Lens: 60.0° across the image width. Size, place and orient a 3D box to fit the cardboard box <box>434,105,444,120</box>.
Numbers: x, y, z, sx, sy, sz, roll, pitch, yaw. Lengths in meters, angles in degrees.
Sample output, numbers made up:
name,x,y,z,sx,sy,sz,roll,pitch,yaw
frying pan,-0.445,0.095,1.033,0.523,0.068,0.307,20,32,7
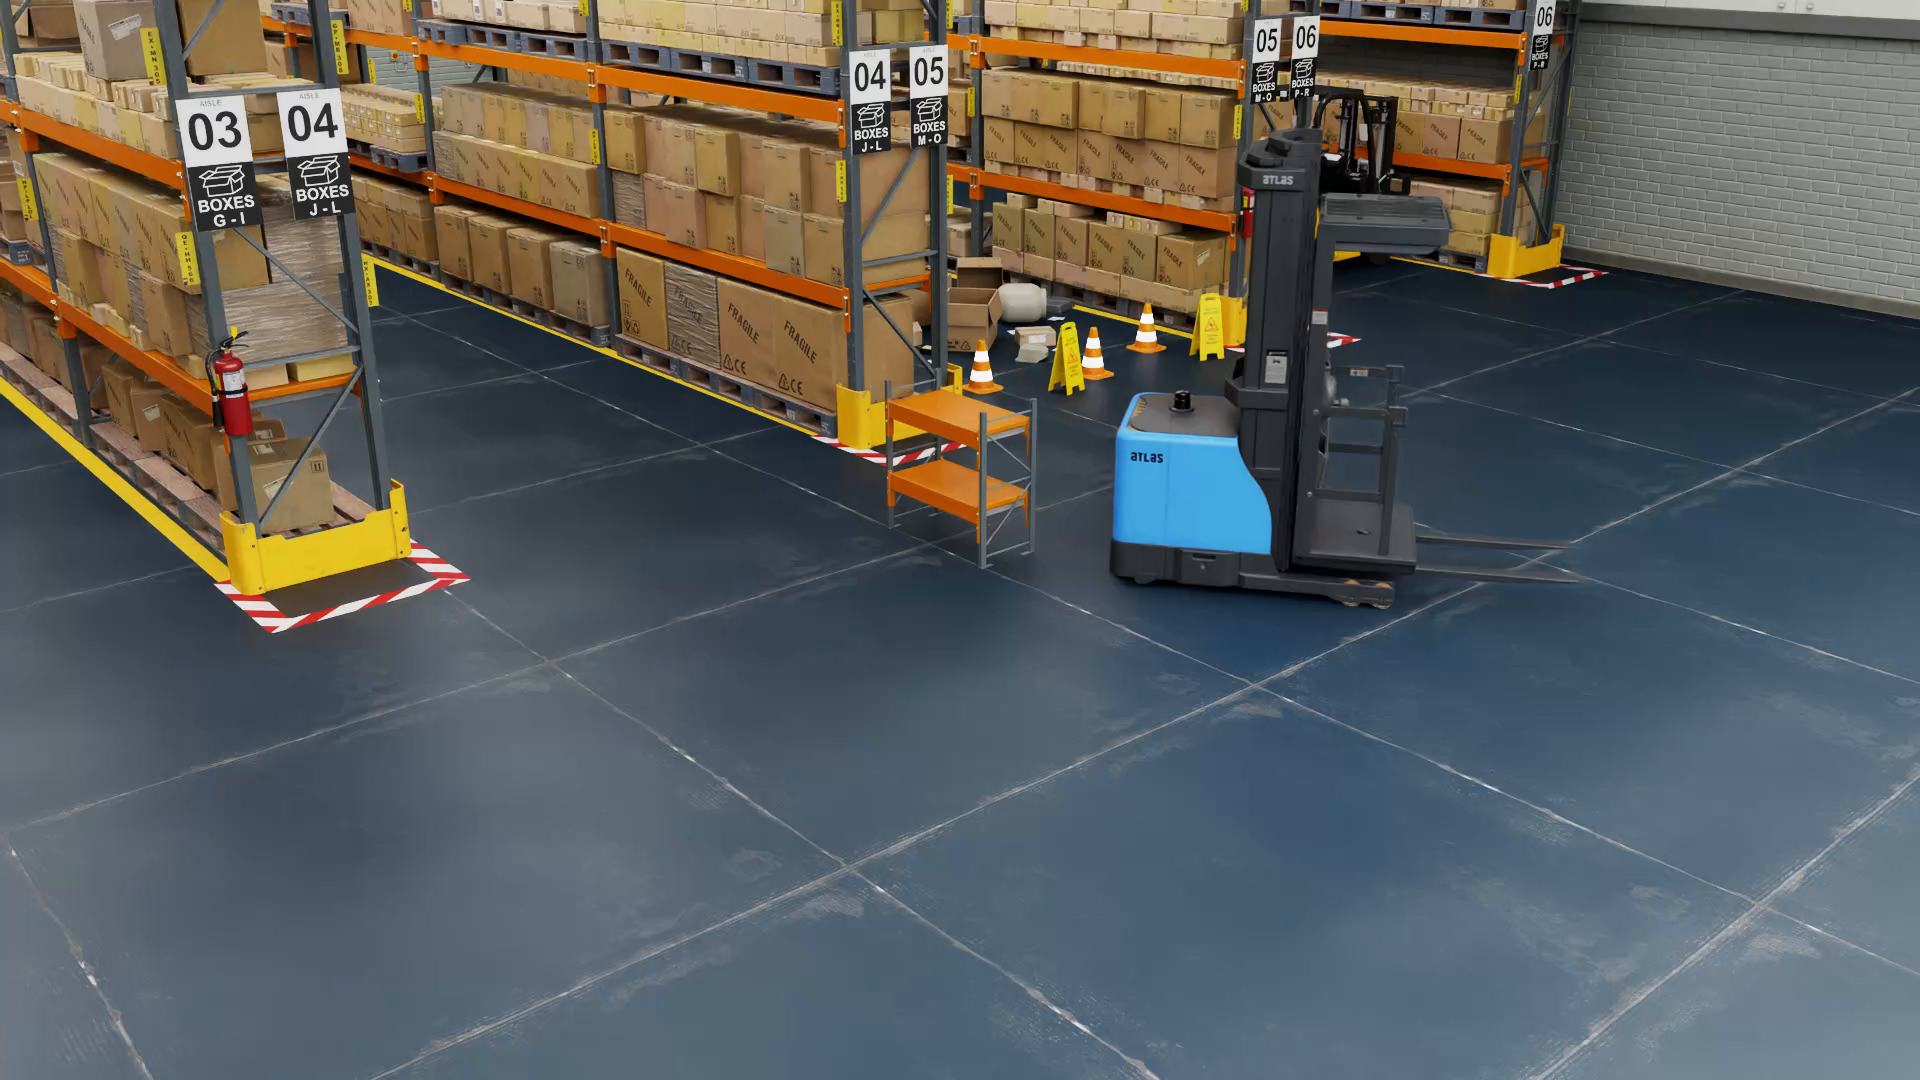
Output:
name,x,y,z,sx,sy,sz,roll,pitch,yaw
cardboard box,-6.078,-5.148,19.969,0.380,0.149,0.250,-18,28,-39

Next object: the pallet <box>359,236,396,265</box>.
name,x,y,z,sx,sy,sz,roll,pitch,yaw
pallet,-7.047,-3.800,21.397,1.003,0.211,1.213,-17,27,-37

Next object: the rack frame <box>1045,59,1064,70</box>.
name,x,y,z,sx,sy,sz,roll,pitch,yaw
rack frame,1.696,-6.934,25.576,1.000,3.000,0.127,-17,27,-37

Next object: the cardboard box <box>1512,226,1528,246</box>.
name,x,y,z,sx,sy,sz,roll,pitch,yaw
cardboard box,6.746,-3.822,20.823,0.500,0.250,0.500,-17,27,-37

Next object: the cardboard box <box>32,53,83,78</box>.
name,x,y,z,sx,sy,sz,roll,pitch,yaw
cardboard box,-6.754,-3.579,12.556,0.380,0.149,0.250,-19,28,-40

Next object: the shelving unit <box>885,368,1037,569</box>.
name,x,y,z,sx,sy,sz,roll,pitch,yaw
shelving unit,-0.004,-0.526,11.784,0.538,1.125,1.048,-17,27,-37

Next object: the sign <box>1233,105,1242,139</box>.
name,x,y,z,sx,sy,sz,roll,pitch,yaw
sign,2.726,-4.101,16.321,0.100,0.325,0.005,-17,27,-37

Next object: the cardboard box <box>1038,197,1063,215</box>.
name,x,y,z,sx,sy,sz,roll,pitch,yaw
cardboard box,1.103,-3.795,18.838,0.380,0.149,0.250,-16,27,-35

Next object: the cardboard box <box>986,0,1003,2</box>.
name,x,y,z,sx,sy,sz,roll,pitch,yaw
cardboard box,0.507,-6.133,18.667,0.380,0.149,0.250,-18,28,-38

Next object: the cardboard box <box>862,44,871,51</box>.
name,x,y,z,sx,sy,sz,roll,pitch,yaw
cardboard box,-0.672,-4.098,13.853,0.380,0.149,0.250,-17,27,-37

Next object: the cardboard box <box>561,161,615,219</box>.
name,x,y,z,sx,sy,sz,roll,pitch,yaw
cardboard box,-3.678,-3.567,16.842,0.500,0.500,0.500,-18,27,-38

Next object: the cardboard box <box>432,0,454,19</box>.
name,x,y,z,sx,sy,sz,roll,pitch,yaw
cardboard box,-5.440,-5.890,18.206,0.500,0.311,0.500,-17,27,-37

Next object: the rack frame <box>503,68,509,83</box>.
name,x,y,z,sx,sy,sz,roll,pitch,yaw
rack frame,-7.284,-7.962,28.199,1.000,3.000,0.127,-17,27,-37

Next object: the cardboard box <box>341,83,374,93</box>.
name,x,y,z,sx,sy,sz,roll,pitch,yaw
cardboard box,-7.947,-5.942,21.994,0.380,0.149,0.250,-16,26,-35

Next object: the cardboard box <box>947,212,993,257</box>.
name,x,y,z,sx,sy,sz,roll,pitch,yaw
cardboard box,0.205,-3.763,20.506,0.950,0.372,0.625,-17,27,-37

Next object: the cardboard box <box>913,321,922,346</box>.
name,x,y,z,sx,sy,sz,roll,pitch,yaw
cardboard box,-0.618,-2.131,17.060,0.396,0.266,0.258,-12,25,-28

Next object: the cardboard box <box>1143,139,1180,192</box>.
name,x,y,z,sx,sy,sz,roll,pitch,yaw
cardboard box,2.274,-3.950,17.412,0.500,0.500,0.500,-17,27,-37

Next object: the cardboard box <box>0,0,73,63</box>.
name,x,y,z,sx,sy,sz,roll,pitch,yaw
cardboard box,-7.806,-4.341,14.125,0.797,0.503,0.637,-16,27,-35

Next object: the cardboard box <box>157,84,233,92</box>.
name,x,y,z,sx,sy,sz,roll,pitch,yaw
cardboard box,-4.846,-2.797,10.558,0.380,0.149,0.250,-19,28,-39

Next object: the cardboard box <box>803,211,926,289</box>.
name,x,y,z,sx,sy,sz,roll,pitch,yaw
cardboard box,-0.801,-2.497,14.040,0.875,0.550,0.550,-17,27,-37

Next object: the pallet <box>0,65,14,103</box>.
name,x,y,z,sx,sy,sz,roll,pitch,yaw
pallet,-7.281,-3.793,13.699,1.213,0.211,1.003,-17,27,-37

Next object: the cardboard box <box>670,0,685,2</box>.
name,x,y,z,sx,sy,sz,roll,pitch,yaw
cardboard box,-2.323,-4.801,14.553,0.380,0.149,0.250,-17,27,-37

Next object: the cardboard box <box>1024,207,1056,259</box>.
name,x,y,z,sx,sy,sz,roll,pitch,yaw
cardboard box,1.088,-3.539,19.072,0.500,0.500,0.500,-16,27,-35

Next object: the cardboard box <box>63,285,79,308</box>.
name,x,y,z,sx,sy,sz,roll,pitch,yaw
cardboard box,-6.893,-1.967,13.238,0.380,0.149,0.250,-17,27,-37

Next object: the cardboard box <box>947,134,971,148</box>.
name,x,y,z,sx,sy,sz,roll,pitch,yaw
cardboard box,0.004,-4.802,19.899,0.380,0.149,0.250,-17,27,-37

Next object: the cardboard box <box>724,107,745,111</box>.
name,x,y,z,sx,sy,sz,roll,pitch,yaw
cardboard box,-2.934,-5.897,23.133,0.500,0.250,0.500,-17,27,-37

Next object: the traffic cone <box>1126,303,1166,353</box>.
name,x,y,z,sx,sy,sz,roll,pitch,yaw
traffic cone,1.902,-2.172,16.895,0.336,0.463,0.334,-17,27,-37

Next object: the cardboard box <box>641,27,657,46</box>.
name,x,y,z,sx,sy,sz,roll,pitch,yaw
cardboard box,-2.659,-4.571,15.060,0.380,0.149,0.250,-18,28,-38

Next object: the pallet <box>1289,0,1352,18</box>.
name,x,y,z,sx,sy,sz,roll,pitch,yaw
pallet,4.883,-6.955,21.637,1.003,0.211,1.213,-17,27,-37

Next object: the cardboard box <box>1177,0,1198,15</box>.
name,x,y,z,sx,sy,sz,roll,pitch,yaw
cardboard box,2.396,-5.362,16.700,0.380,0.149,0.250,-18,28,-38

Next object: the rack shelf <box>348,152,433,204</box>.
name,x,y,z,sx,sy,sz,roll,pitch,yaw
rack shelf,-7.052,-4.763,21.018,1.077,0.370,4.000,-17,27,-37

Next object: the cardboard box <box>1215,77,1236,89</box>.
name,x,y,z,sx,sy,sz,roll,pitch,yaw
cardboard box,3.734,-6.286,22.895,0.380,0.149,0.250,-18,28,-38

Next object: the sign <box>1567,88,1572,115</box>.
name,x,y,z,sx,sy,sz,roll,pitch,yaw
sign,7.342,-5.295,20.093,0.100,0.325,0.005,-17,27,-37

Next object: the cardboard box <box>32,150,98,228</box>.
name,x,y,z,sx,sy,sz,roll,pitch,yaw
cardboard box,-6.857,-2.753,12.985,0.500,0.500,0.500,-17,27,-37

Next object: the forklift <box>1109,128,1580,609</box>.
name,x,y,z,sx,sy,sz,roll,pitch,yaw
forklift,2.584,-1.128,10.846,3.031,2.935,1.130,5,22,12

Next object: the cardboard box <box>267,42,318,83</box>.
name,x,y,z,sx,sy,sz,roll,pitch,yaw
cardboard box,-8.869,-6.367,22.210,0.500,0.500,0.500,-19,28,-39

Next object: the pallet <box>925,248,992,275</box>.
name,x,y,z,sx,sy,sz,roll,pitch,yaw
pallet,0.040,-3.563,20.791,1.003,0.211,1.213,-17,27,-37

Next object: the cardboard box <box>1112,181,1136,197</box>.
name,x,y,z,sx,sy,sz,roll,pitch,yaw
cardboard box,1.866,-3.814,17.952,0.380,0.149,0.250,-18,28,-38

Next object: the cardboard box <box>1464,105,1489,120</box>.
name,x,y,z,sx,sy,sz,roll,pitch,yaw
cardboard box,6.290,-5.165,20.032,0.380,0.149,0.250,-17,27,-37

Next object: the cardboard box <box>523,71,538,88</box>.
name,x,y,z,sx,sy,sz,roll,pitch,yaw
cardboard box,-6.837,-7.674,27.328,0.500,0.500,0.500,-18,28,-38

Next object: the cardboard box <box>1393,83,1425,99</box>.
name,x,y,z,sx,sy,sz,roll,pitch,yaw
cardboard box,5.615,-5.589,20.706,0.380,0.149,0.250,-17,27,-36

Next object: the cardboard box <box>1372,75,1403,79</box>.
name,x,y,z,sx,sy,sz,roll,pitch,yaw
cardboard box,5.556,-5.939,21.599,0.380,0.149,0.250,-18,28,-38

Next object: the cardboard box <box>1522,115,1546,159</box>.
name,x,y,z,sx,sy,sz,roll,pitch,yaw
cardboard box,6.805,-4.974,20.433,0.500,0.500,0.500,-16,27,-36

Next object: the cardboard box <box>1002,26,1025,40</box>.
name,x,y,z,sx,sy,sz,roll,pitch,yaw
cardboard box,0.693,-5.696,18.644,0.380,0.149,0.250,-17,27,-37

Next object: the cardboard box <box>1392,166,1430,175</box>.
name,x,y,z,sx,sy,sz,roll,pitch,yaw
cardboard box,5.771,-4.704,21.704,0.500,0.250,0.500,-18,28,-38

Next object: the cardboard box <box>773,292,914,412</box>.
name,x,y,z,sx,sy,sz,roll,pitch,yaw
cardboard box,-1.017,-1.713,14.582,0.875,0.875,0.875,-17,27,-37

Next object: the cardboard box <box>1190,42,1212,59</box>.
name,x,y,z,sx,sy,sz,roll,pitch,yaw
cardboard box,2.528,-4.914,16.649,0.380,0.149,0.250,-17,27,-37

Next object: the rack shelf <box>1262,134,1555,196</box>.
name,x,y,z,sx,sy,sz,roll,pitch,yaw
rack shelf,5.612,-4.942,21.474,1.077,0.370,4.000,-17,27,-37

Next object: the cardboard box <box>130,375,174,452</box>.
name,x,y,z,sx,sy,sz,roll,pitch,yaw
cardboard box,-6.348,-1.043,13.385,0.500,0.500,0.500,-9,23,-21

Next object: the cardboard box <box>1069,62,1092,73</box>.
name,x,y,z,sx,sy,sz,roll,pitch,yaw
cardboard box,1.856,-7.051,24.848,0.380,0.149,0.250,-17,27,-36

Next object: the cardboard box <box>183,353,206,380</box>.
name,x,y,z,sx,sy,sz,roll,pitch,yaw
cardboard box,-5.055,-1.221,11.333,0.380,0.149,0.250,-17,27,-37

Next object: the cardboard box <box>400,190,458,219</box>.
name,x,y,z,sx,sy,sz,roll,pitch,yaw
cardboard box,-6.391,-4.053,20.042,0.500,0.250,0.500,-18,28,-39

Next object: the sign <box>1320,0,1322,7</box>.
name,x,y,z,sx,sy,sz,roll,pitch,yaw
sign,3.571,-5.474,16.536,0.100,0.325,0.005,-17,27,-37

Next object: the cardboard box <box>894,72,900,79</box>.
name,x,y,z,sx,sy,sz,roll,pitch,yaw
cardboard box,-0.580,-5.661,20.313,0.380,0.149,0.250,-19,28,-40
